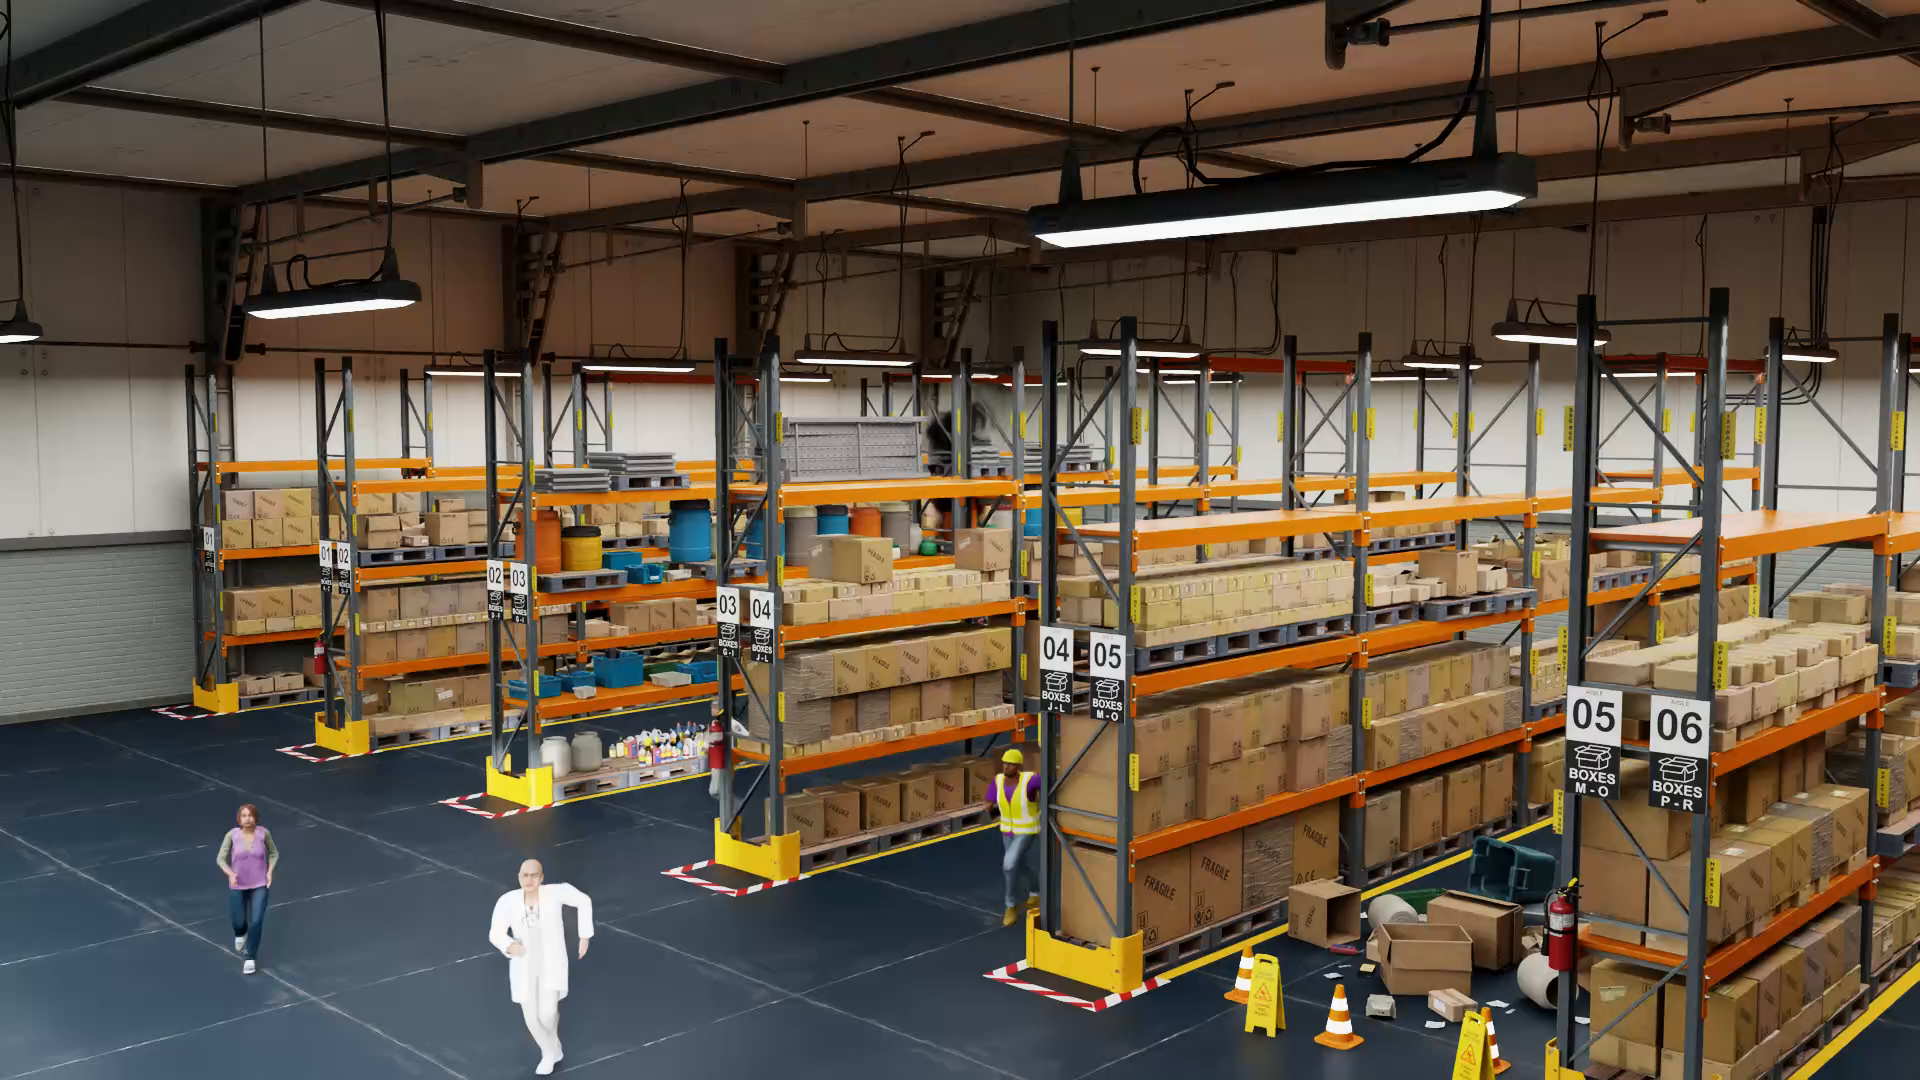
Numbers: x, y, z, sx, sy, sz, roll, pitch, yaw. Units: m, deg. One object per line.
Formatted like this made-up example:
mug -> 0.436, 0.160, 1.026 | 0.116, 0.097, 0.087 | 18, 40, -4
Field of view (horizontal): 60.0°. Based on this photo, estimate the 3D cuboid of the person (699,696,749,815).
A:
person -> -2.967, 2.756, 20.594 | 0.612, 1.665, 0.606 | -4, 6, -44

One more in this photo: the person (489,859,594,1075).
person -> -3.238, 3.314, 12.845 | 0.761, 1.728, 0.724 | 0, 4, -6

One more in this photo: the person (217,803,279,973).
person -> -6.602, 3.215, 15.444 | 0.534, 1.535, 0.557 | -2, 5, -26

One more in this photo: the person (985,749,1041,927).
person -> 0.610, 2.905, 16.920 | 0.726, 1.609, 0.830 | 3, 5, 36
